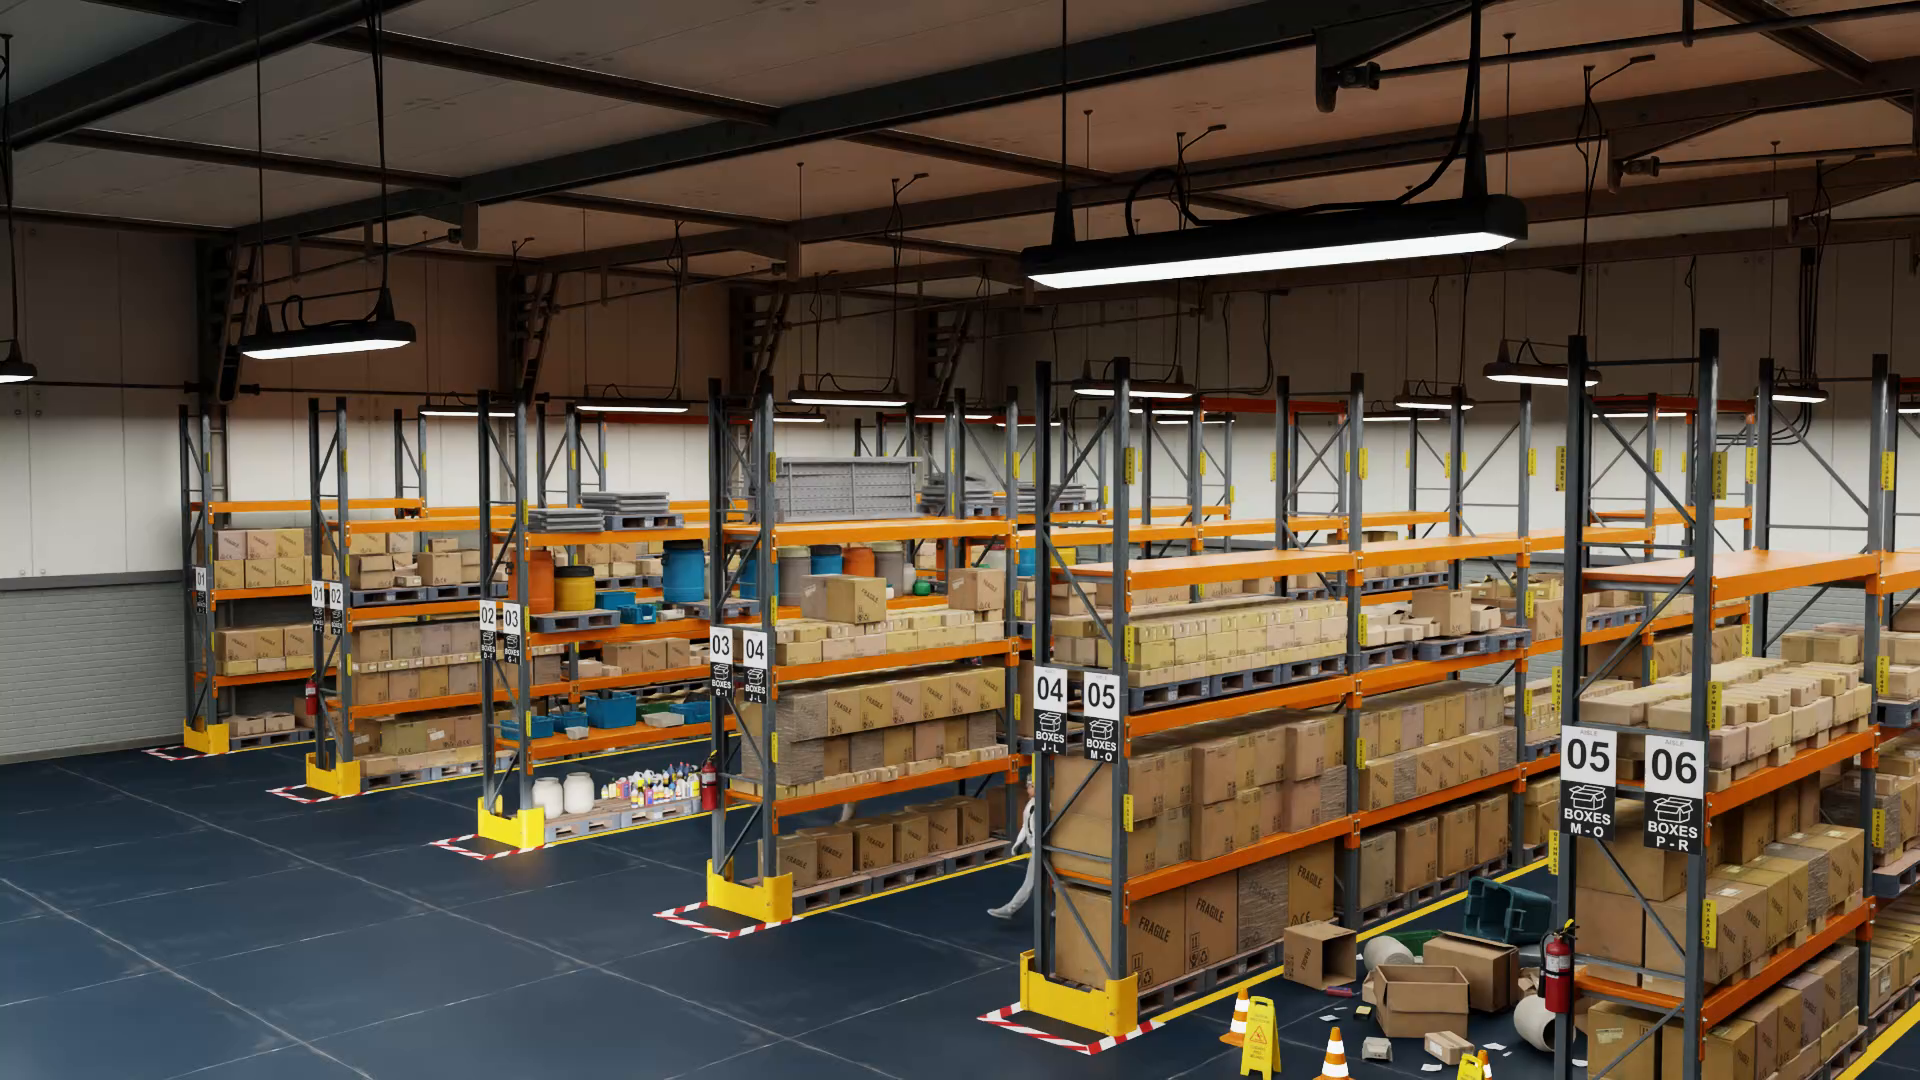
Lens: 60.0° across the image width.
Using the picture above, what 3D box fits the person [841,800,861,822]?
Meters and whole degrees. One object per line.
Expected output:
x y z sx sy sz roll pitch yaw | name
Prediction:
-1.399 3.187 21.829 0.545 1.782 0.600 2 4 35 | person

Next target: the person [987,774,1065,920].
0.783 3.371 18.285 1.049 1.616 0.514 -1 3 -10 | person
